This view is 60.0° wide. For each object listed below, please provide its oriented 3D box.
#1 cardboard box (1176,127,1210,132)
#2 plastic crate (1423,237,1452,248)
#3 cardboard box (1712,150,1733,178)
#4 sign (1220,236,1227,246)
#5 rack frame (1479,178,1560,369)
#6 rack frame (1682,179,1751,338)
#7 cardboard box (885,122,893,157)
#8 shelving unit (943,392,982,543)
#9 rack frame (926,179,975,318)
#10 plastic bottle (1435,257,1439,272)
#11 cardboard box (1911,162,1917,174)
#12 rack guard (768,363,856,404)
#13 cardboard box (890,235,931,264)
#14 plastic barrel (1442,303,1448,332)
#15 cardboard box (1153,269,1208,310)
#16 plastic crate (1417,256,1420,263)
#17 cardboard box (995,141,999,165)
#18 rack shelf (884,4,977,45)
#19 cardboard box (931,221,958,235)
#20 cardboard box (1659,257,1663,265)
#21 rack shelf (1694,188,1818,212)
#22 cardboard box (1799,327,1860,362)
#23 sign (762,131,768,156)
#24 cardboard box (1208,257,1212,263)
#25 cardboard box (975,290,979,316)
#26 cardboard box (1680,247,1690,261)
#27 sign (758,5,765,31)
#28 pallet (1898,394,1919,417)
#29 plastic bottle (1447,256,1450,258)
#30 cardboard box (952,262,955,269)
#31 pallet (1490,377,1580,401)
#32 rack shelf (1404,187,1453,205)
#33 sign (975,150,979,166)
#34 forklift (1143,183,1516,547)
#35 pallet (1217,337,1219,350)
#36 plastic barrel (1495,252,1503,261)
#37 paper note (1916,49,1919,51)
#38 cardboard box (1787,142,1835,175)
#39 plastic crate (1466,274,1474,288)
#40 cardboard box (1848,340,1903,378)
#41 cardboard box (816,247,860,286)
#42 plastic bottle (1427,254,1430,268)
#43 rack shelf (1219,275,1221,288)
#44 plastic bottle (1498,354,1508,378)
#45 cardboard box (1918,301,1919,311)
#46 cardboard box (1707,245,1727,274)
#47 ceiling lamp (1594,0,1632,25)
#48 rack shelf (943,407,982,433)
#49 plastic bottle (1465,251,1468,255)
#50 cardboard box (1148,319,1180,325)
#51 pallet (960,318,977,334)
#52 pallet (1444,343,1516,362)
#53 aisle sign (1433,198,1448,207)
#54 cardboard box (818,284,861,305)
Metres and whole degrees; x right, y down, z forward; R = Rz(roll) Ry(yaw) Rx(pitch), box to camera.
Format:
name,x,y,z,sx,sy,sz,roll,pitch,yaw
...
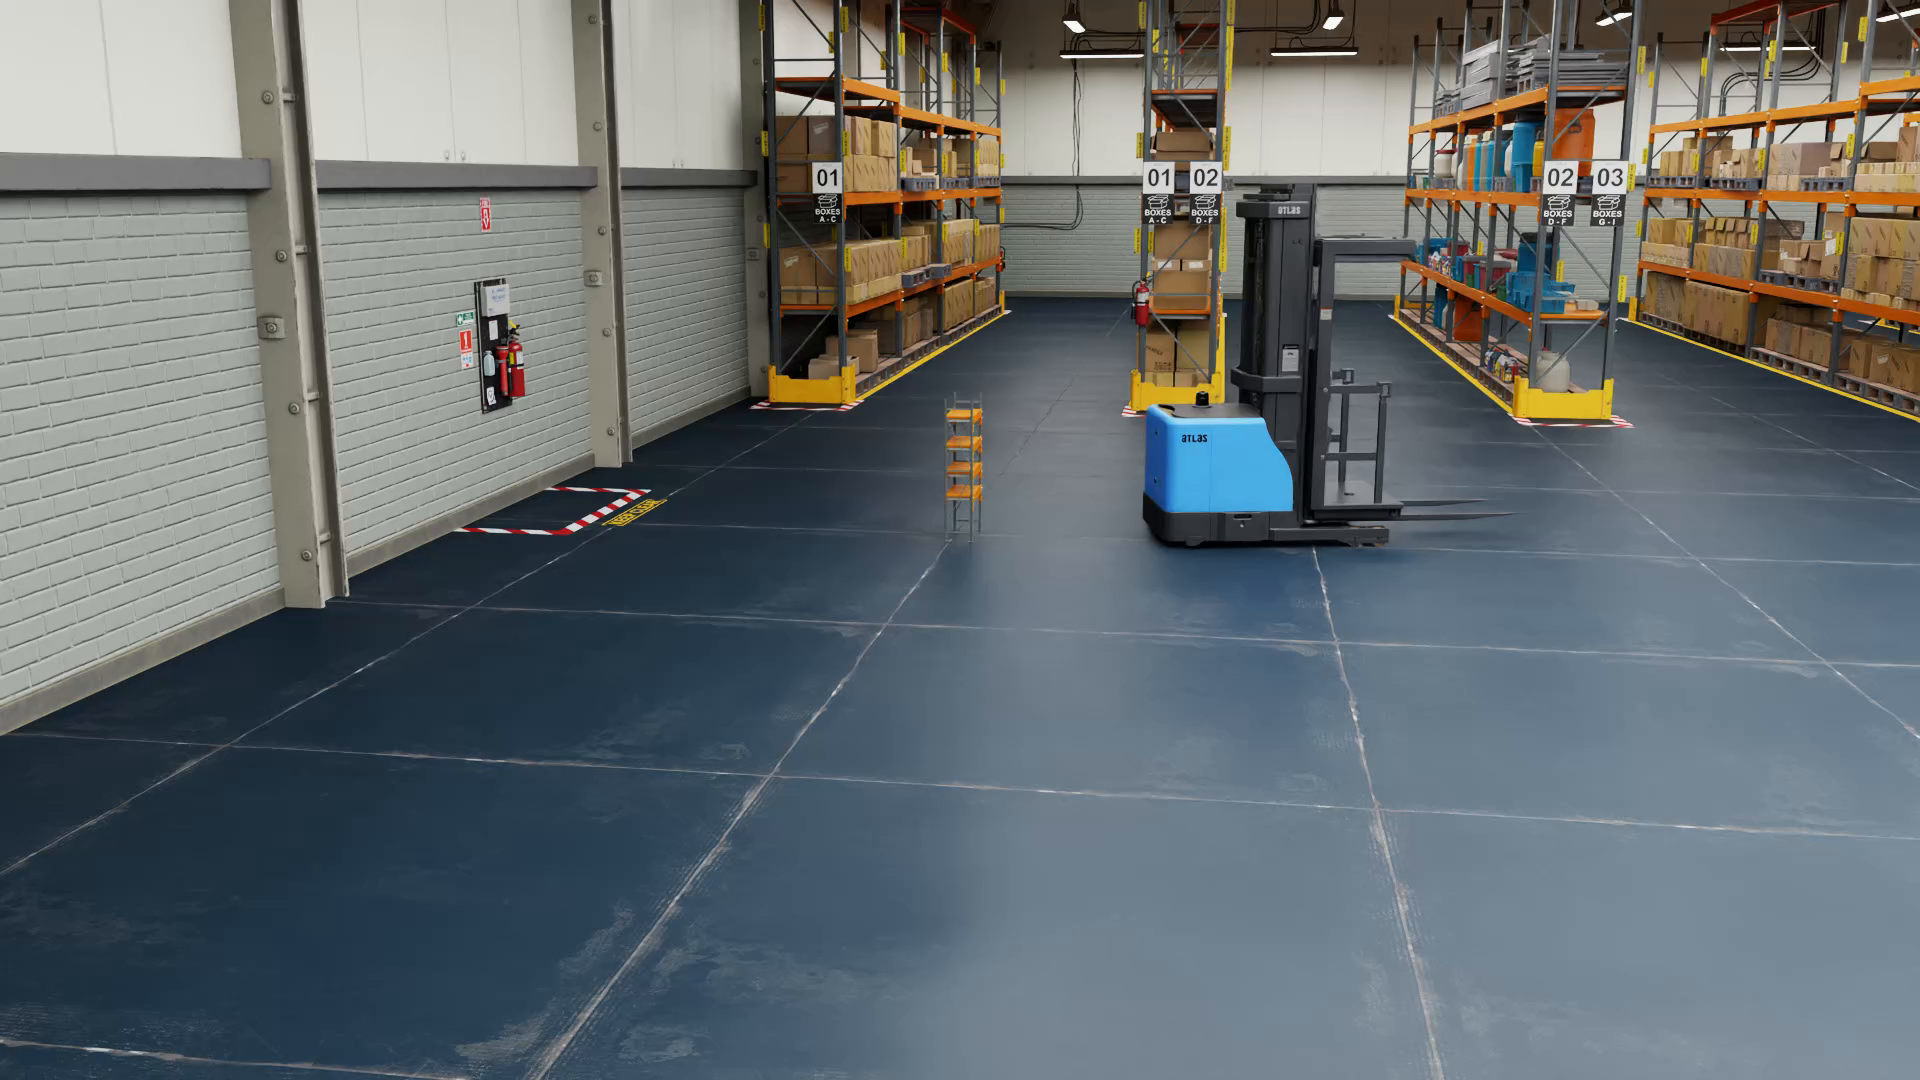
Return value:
name,x,y,z,sx,sy,sz,roll,pitch,yaw
cardboard box,3.602,-6.119,25.724,0.500,0.500,0.500,2,12,9
plastic crate,10.341,-6.334,36.039,0.616,0.435,0.499,2,12,9
cardboard box,14.407,-6.970,30.860,0.700,0.500,0.500,2,12,10
sign,4.017,-4.471,25.376,0.100,0.325,0.005,2,12,9
rack frame,8.362,-3.865,24.809,1.000,3.000,0.127,2,12,9
rack frame,14.486,-5.370,31.792,1.000,3.000,0.127,2,12,9
cardboard box,-1.311,-5.972,24.806,0.500,0.500,0.500,3,12,12
shelving unit,0.025,-0.621,14.027,0.258,1.200,0.503,2,12,9
rack frame,-0.197,-5.852,34.026,1.000,3.000,0.127,2,12,9
plastic bottle,8.967,-5.145,31.042,0.152,0.276,0.135,2,12,9
cardboard box,12.670,-4.854,21.687,0.380,0.149,0.250,1,12,6
rack guard,-2.031,-2.148,22.772,1.175,0.500,0.348,2,12,9
cardboard box,-0.874,-5.185,29.650,0.700,0.500,0.500,0,12,2
plastic barrel,9.208,-4.145,31.016,0.421,0.512,0.421,0,12,0
cardboard box,2.937,-3.340,22.132,0.700,0.500,0.500,2,12,9
plastic crate,9.499,-5.667,33.681,0.437,0.125,0.590,2,12,9
cardboard box,0.575,-8.537,36.708,0.500,0.500,0.500,2,12,8
rack shelf,-0.504,-9.641,31.188,1.077,0.370,4.000,2,12,9
cardboard box,-0.333,-5.892,31.442,0.500,0.250,0.500,2,12,9
cardboard box,14.486,-5.697,33.903,0.380,0.149,0.250,2,12,7
rack shelf,14.179,-6.069,29.620,1.077,0.370,4.000,2,12,9
cardboard box,13.549,-3.040,25.870,0.700,0.500,0.500,1,12,4
sign,-2.588,-5.275,22.129,0.100,0.325,0.005,2,12,9
cardboard box,3.204,-3.742,22.458,0.380,0.149,0.250,2,12,9
cardboard box,0.019,-4.987,34.952,0.700,0.500,0.500,2,12,9
cardboard box,14.295,-5.543,32.243,0.500,0.250,0.500,2,12,8
sign,-2.588,-6.843,21.791,0.100,0.325,0.005,2,12,9
pallet,12.812,-1.693,21.348,1.003,0.211,1.213,2,12,9
plastic bottle,9.153,-5.188,31.243,0.152,0.276,0.135,2,12,9
cardboard box,-0.307,-5.287,31.953,0.380,0.149,0.250,2,12,9
pallet,8.032,-2.109,23.279,1.003,0.211,1.213,2,12,9
rack shelf,9.900,-7.062,34.228,1.077,0.370,4.000,2,12,9
sign,0.341,-7.709,33.550,0.100,0.325,0.005,2,12,9
forklift,3.138,-1.484,13.922,3.031,2.935,1.130,-1,12,-4
pallet,4.235,-3.650,30.431,1.003,0.211,1.213,2,12,9
plastic barrel,8.965,-4.444,27.229,0.421,0.512,0.421,0,12,0
paper note,19.449,-9.955,33.766,0.001,0.032,0.123,2,12,9
cardboard box,13.393,-5.997,26.158,0.500,0.500,0.500,2,12,7
plastic crate,8.351,-4.133,26.556,0.450,0.188,0.662,2,12,9
cardboard box,13.155,-2.606,23.903,0.500,0.500,0.500,1,12,7
cardboard box,-1.672,-3.746,22.786,0.500,0.500,0.500,2,12,9
plastic bottle,9.114,-5.411,32.259,0.061,0.283,0.133,2,12,9
rack shelf,4.391,-4.924,31.429,1.077,0.370,4.000,2,12,9
plastic bottle,7.705,-2.464,23.552,0.144,0.351,0.185,2,12,11
cardboard box,12.640,-3.023,21.499,0.380,0.149,0.250,2,12,9
cardboard box,14.015,-5.123,30.406,0.500,0.500,0.500,2,12,7
ceiling lamp,12.230,-11.052,30.063,0.800,3.185,2.000,2,12,9
rack shelf,0.025,-1.005,13.944,0.258,0.148,0.480,2,12,9
plastic bottle,9.632,-5.309,31.627,0.144,0.351,0.185,2,12,9
cardboard box,3.018,-3.064,24.839,0.500,0.500,0.500,2,12,9
pallet,-0.241,-4.326,33.563,1.003,0.211,1.213,2,12,9
pallet,8.820,-3.175,28.224,1.003,0.211,1.213,2,12,9
aisle sign,10.508,-7.640,36.152,0.394,0.787,0.004,2,12,9
cardboard box,-1.654,-3.381,22.872,0.500,0.250,0.500,2,12,7
